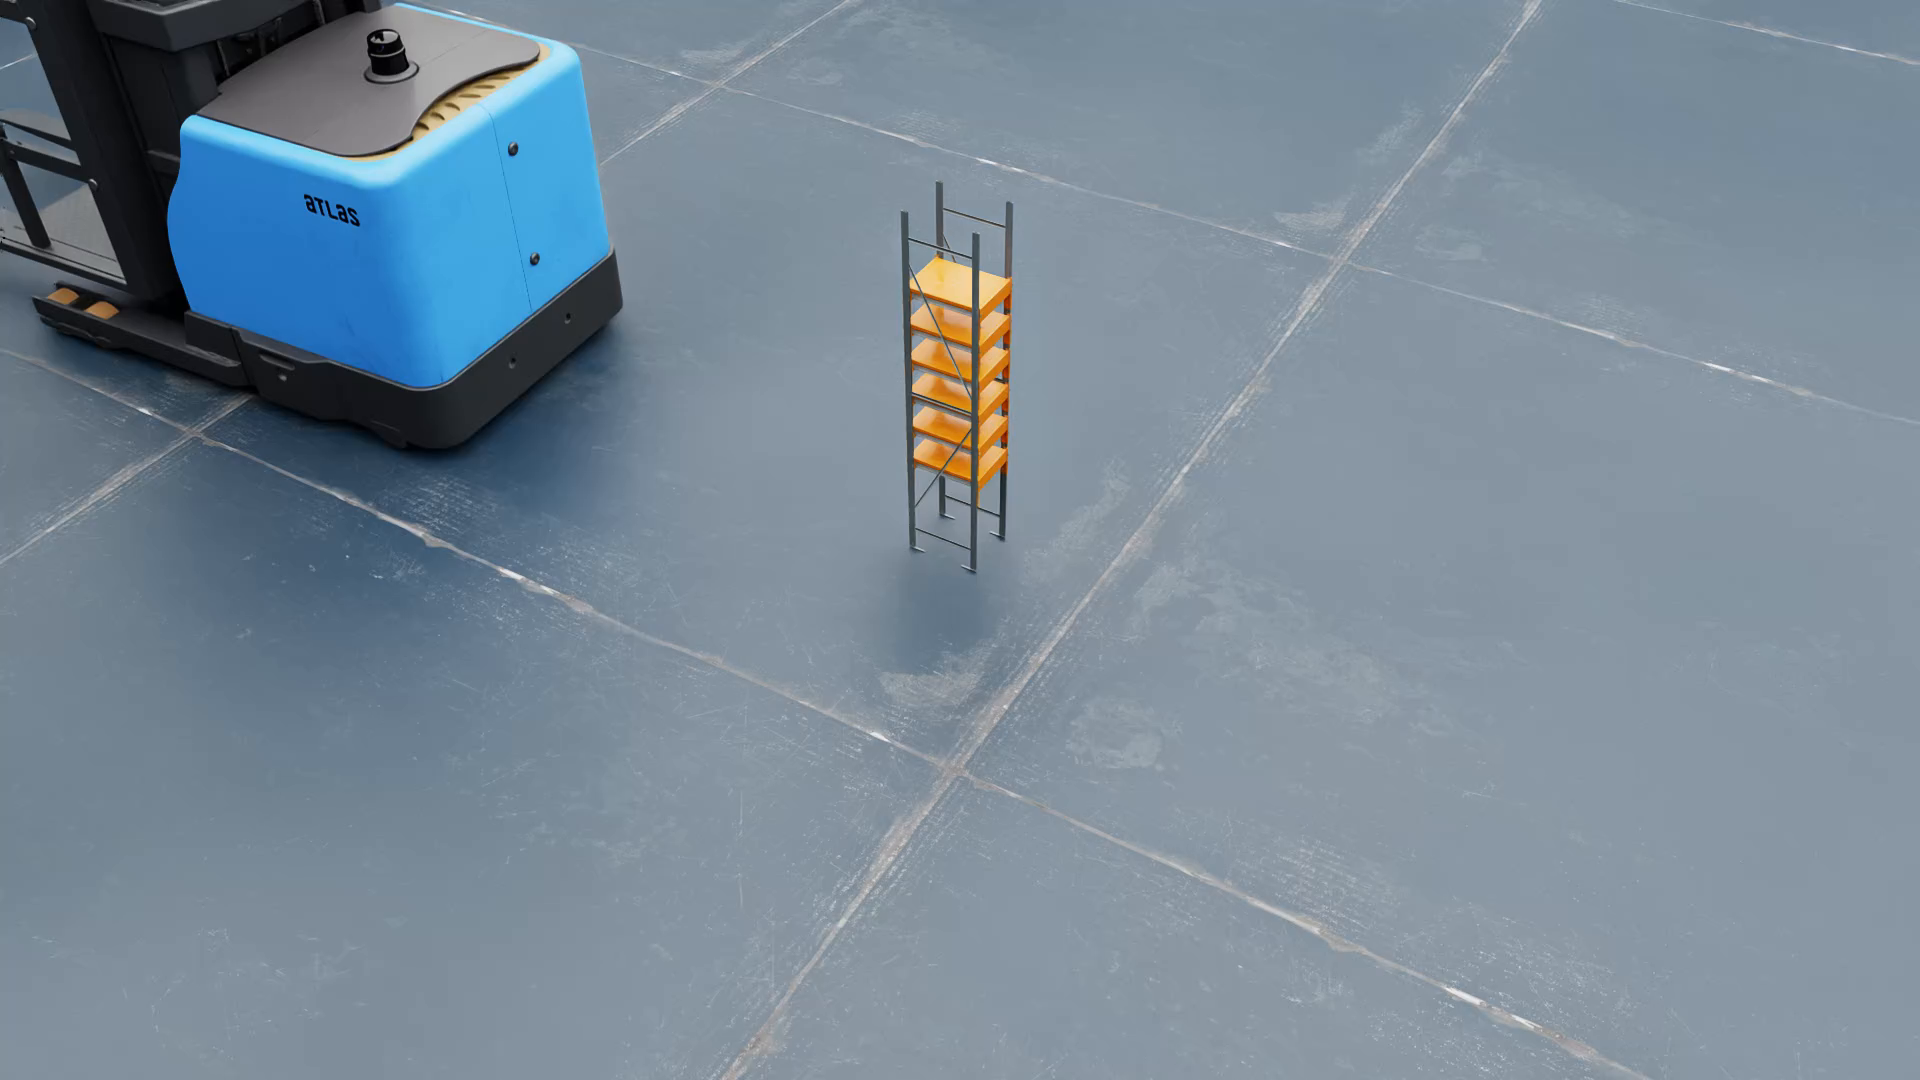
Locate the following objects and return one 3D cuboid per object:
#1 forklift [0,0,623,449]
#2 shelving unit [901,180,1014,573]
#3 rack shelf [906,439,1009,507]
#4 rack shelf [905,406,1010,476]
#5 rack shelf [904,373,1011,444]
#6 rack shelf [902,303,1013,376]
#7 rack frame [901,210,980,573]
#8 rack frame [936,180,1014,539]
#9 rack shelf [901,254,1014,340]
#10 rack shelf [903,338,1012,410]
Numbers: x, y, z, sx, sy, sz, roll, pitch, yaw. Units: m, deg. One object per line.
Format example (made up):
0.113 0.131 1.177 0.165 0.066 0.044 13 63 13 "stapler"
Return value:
-2.791 -2.085 5.400 3.031 2.935 1.130 19 45 20 "forklift"
-0.007 -0.442 4.844 0.258 1.200 0.189 21 45 22 "shelving unit"
-0.007 -0.229 5.032 0.258 0.103 0.180 21 45 22 "rack shelf"
-0.007 -0.319 4.953 0.258 0.103 0.180 21 45 22 "rack shelf"
-0.007 -0.409 4.873 0.258 0.103 0.180 21 45 22 "rack shelf"
-0.007 -0.589 4.715 0.258 0.103 0.180 21 45 22 "rack shelf"
-0.053 -0.390 4.785 0.240 1.200 0.006 21 45 22 "rack frame"
0.039 -0.494 4.904 0.240 1.200 0.006 21 45 22 "rack frame"
-0.007 -0.679 4.636 0.258 0.103 0.180 21 45 22 "rack shelf"
-0.007 -0.499 4.794 0.258 0.103 0.180 21 45 22 "rack shelf"
